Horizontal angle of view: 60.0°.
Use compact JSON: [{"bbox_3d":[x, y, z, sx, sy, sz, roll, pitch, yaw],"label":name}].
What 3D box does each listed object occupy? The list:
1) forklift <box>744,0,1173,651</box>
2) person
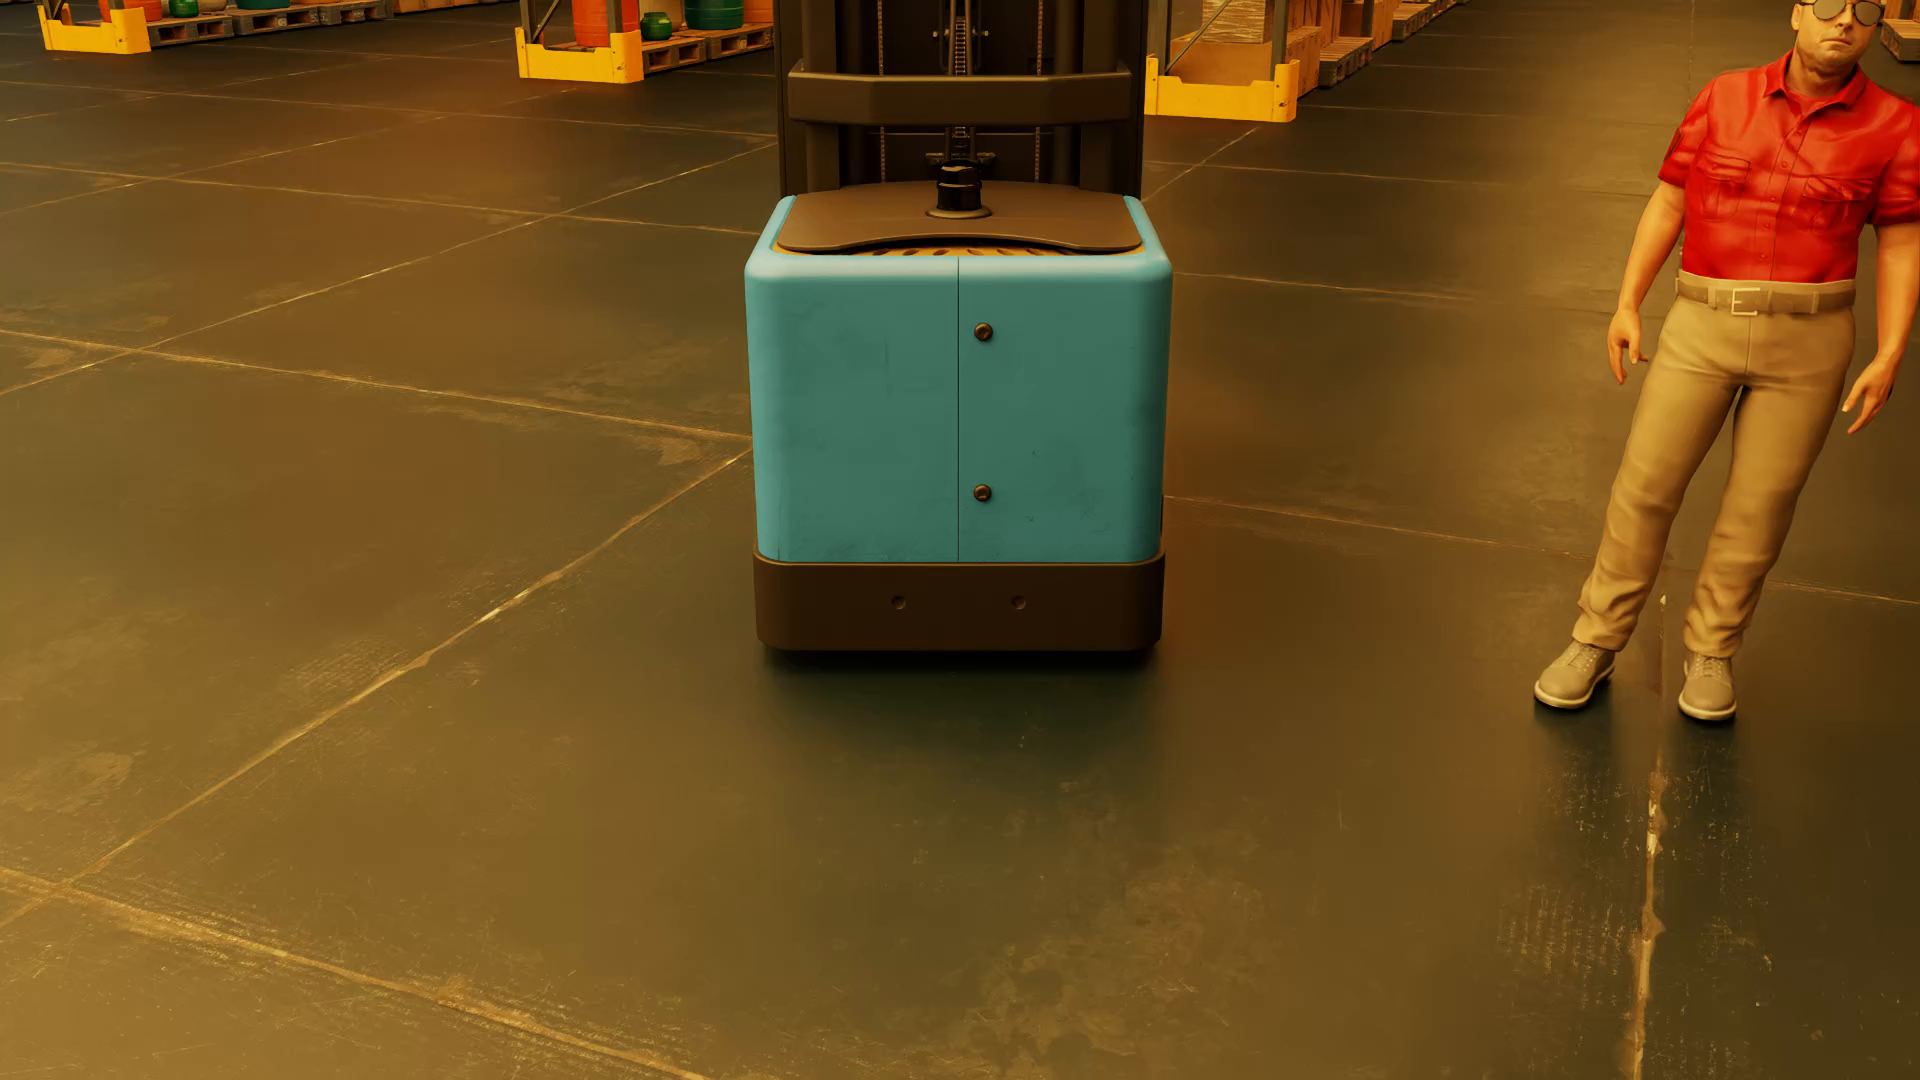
[{"bbox_3d":[0.002,-1.587,5.089,1.130,2.935,3.031,0,23,0],"label":"forklift"},{"bbox_3d":[1.809,-0.419,3.834,0.642,1.727,0.550,12,26,27],"label":"person"}]
